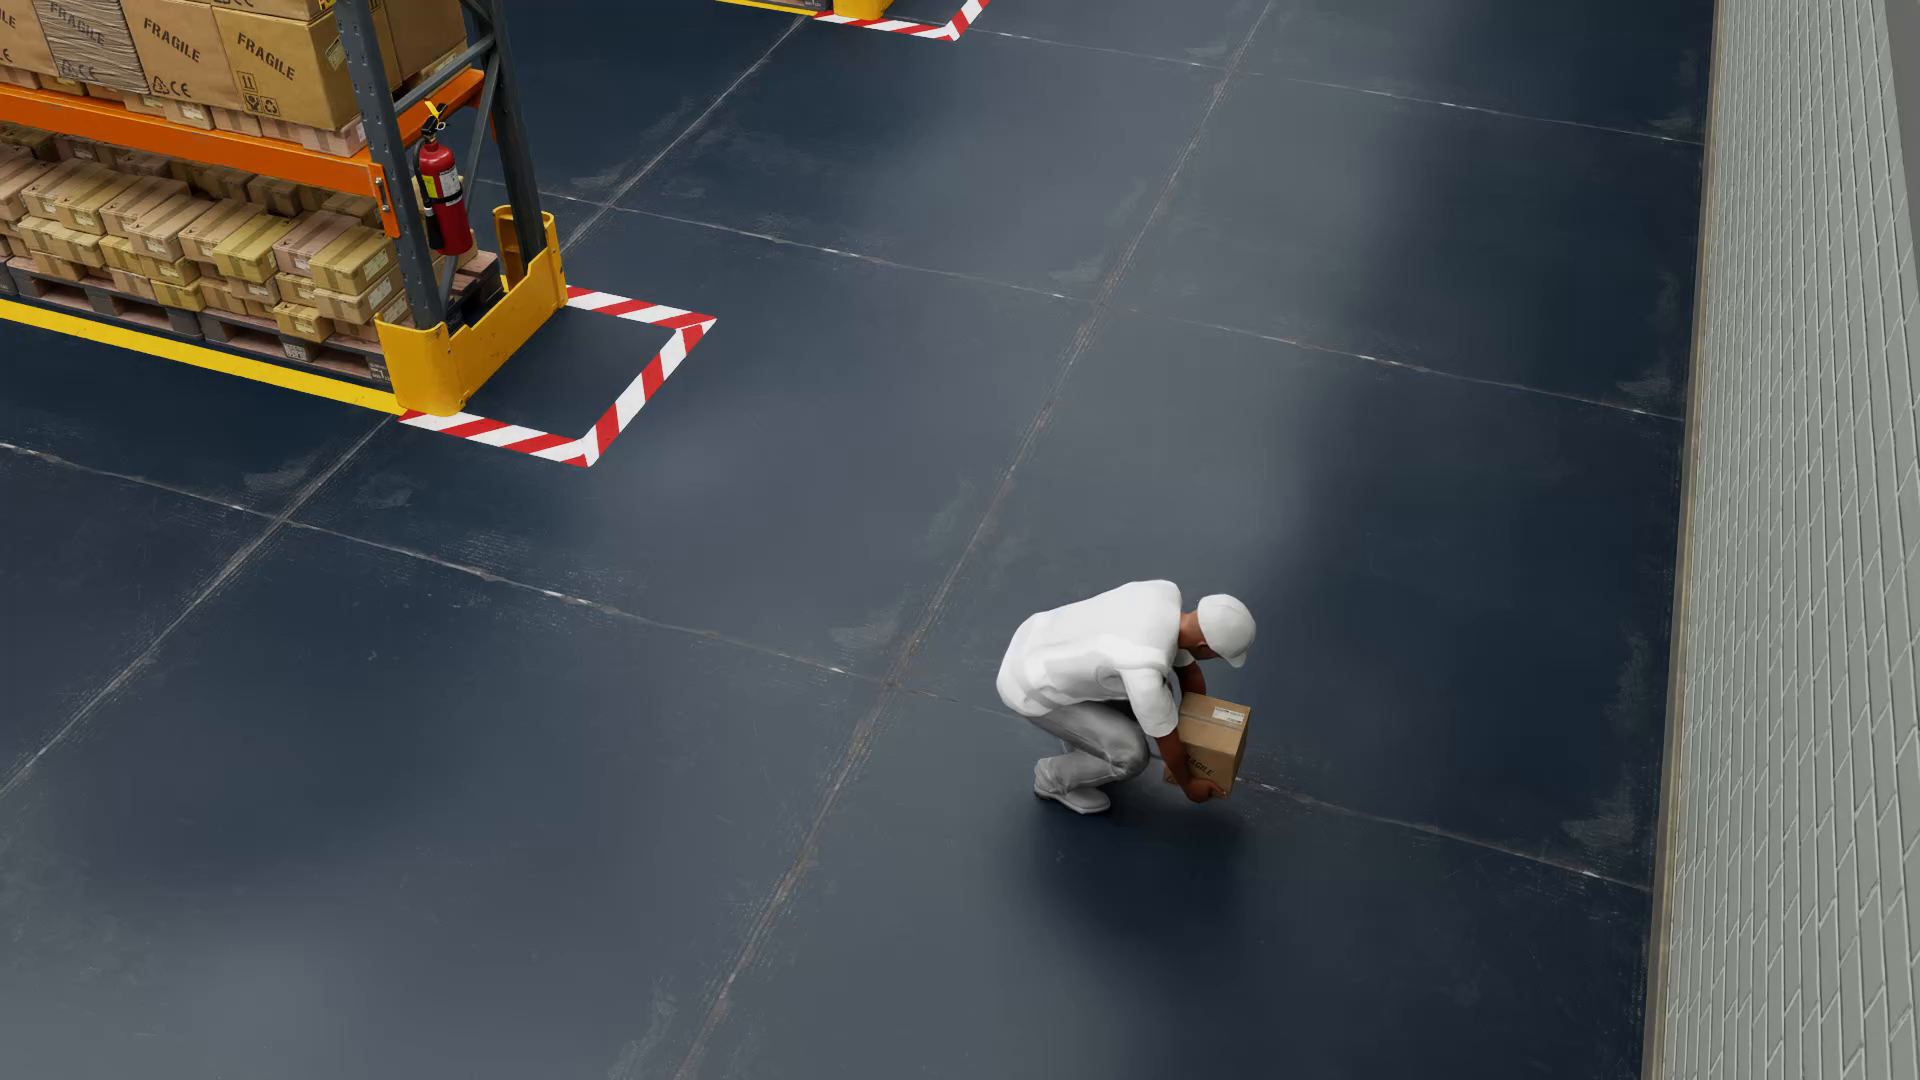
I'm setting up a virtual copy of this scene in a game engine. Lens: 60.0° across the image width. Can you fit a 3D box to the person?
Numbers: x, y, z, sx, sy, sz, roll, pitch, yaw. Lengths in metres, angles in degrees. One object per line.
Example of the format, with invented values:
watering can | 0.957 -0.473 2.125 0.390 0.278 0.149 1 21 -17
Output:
person | 0.602 0.534 6.109 0.902 1.013 0.537 13 43 14
